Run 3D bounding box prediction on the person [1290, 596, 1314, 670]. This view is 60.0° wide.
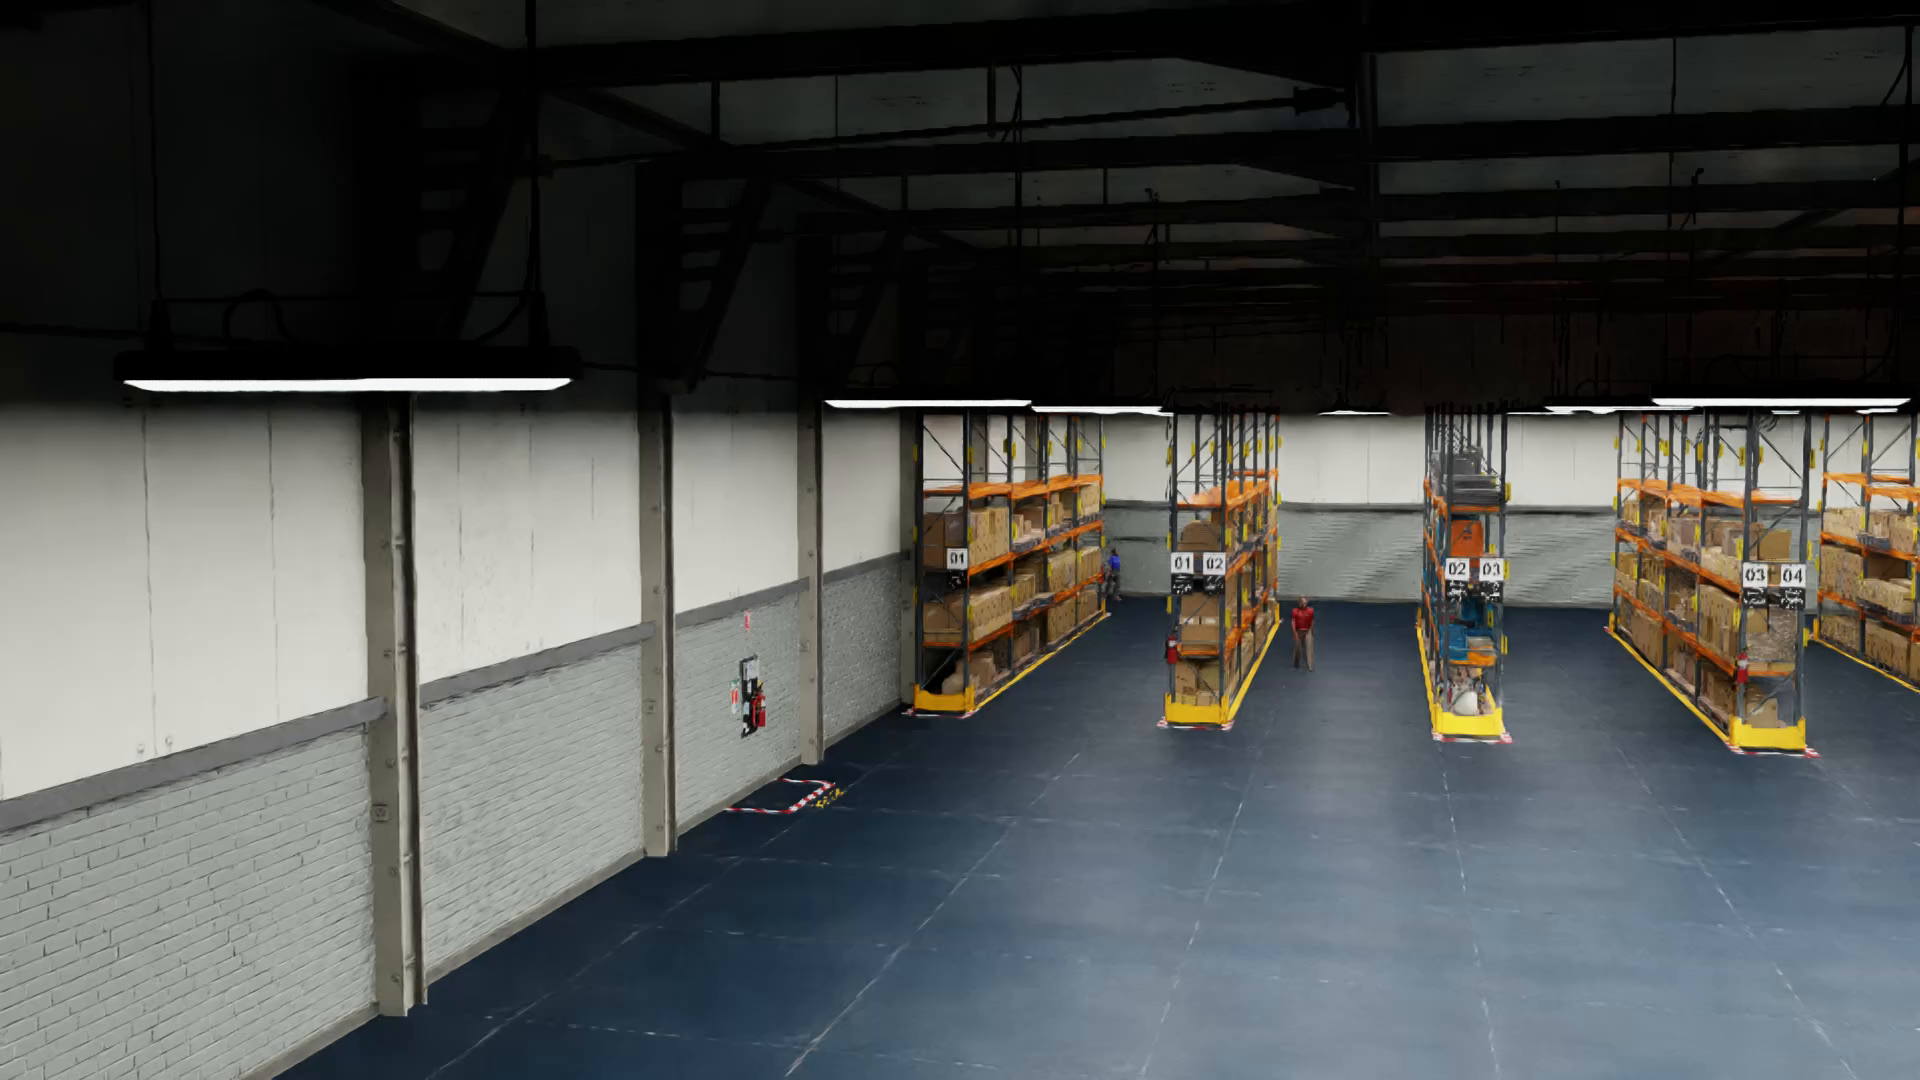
[{"bbox_3d":[7.748,2.097,37.649,0.536,1.659,1.027,0,4,6],"label":"person"}]

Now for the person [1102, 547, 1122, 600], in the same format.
[{"bbox_3d":[4.730,1.057,52.108,0.650,1.656,0.455,-3,5,-36],"label":"person"}]
